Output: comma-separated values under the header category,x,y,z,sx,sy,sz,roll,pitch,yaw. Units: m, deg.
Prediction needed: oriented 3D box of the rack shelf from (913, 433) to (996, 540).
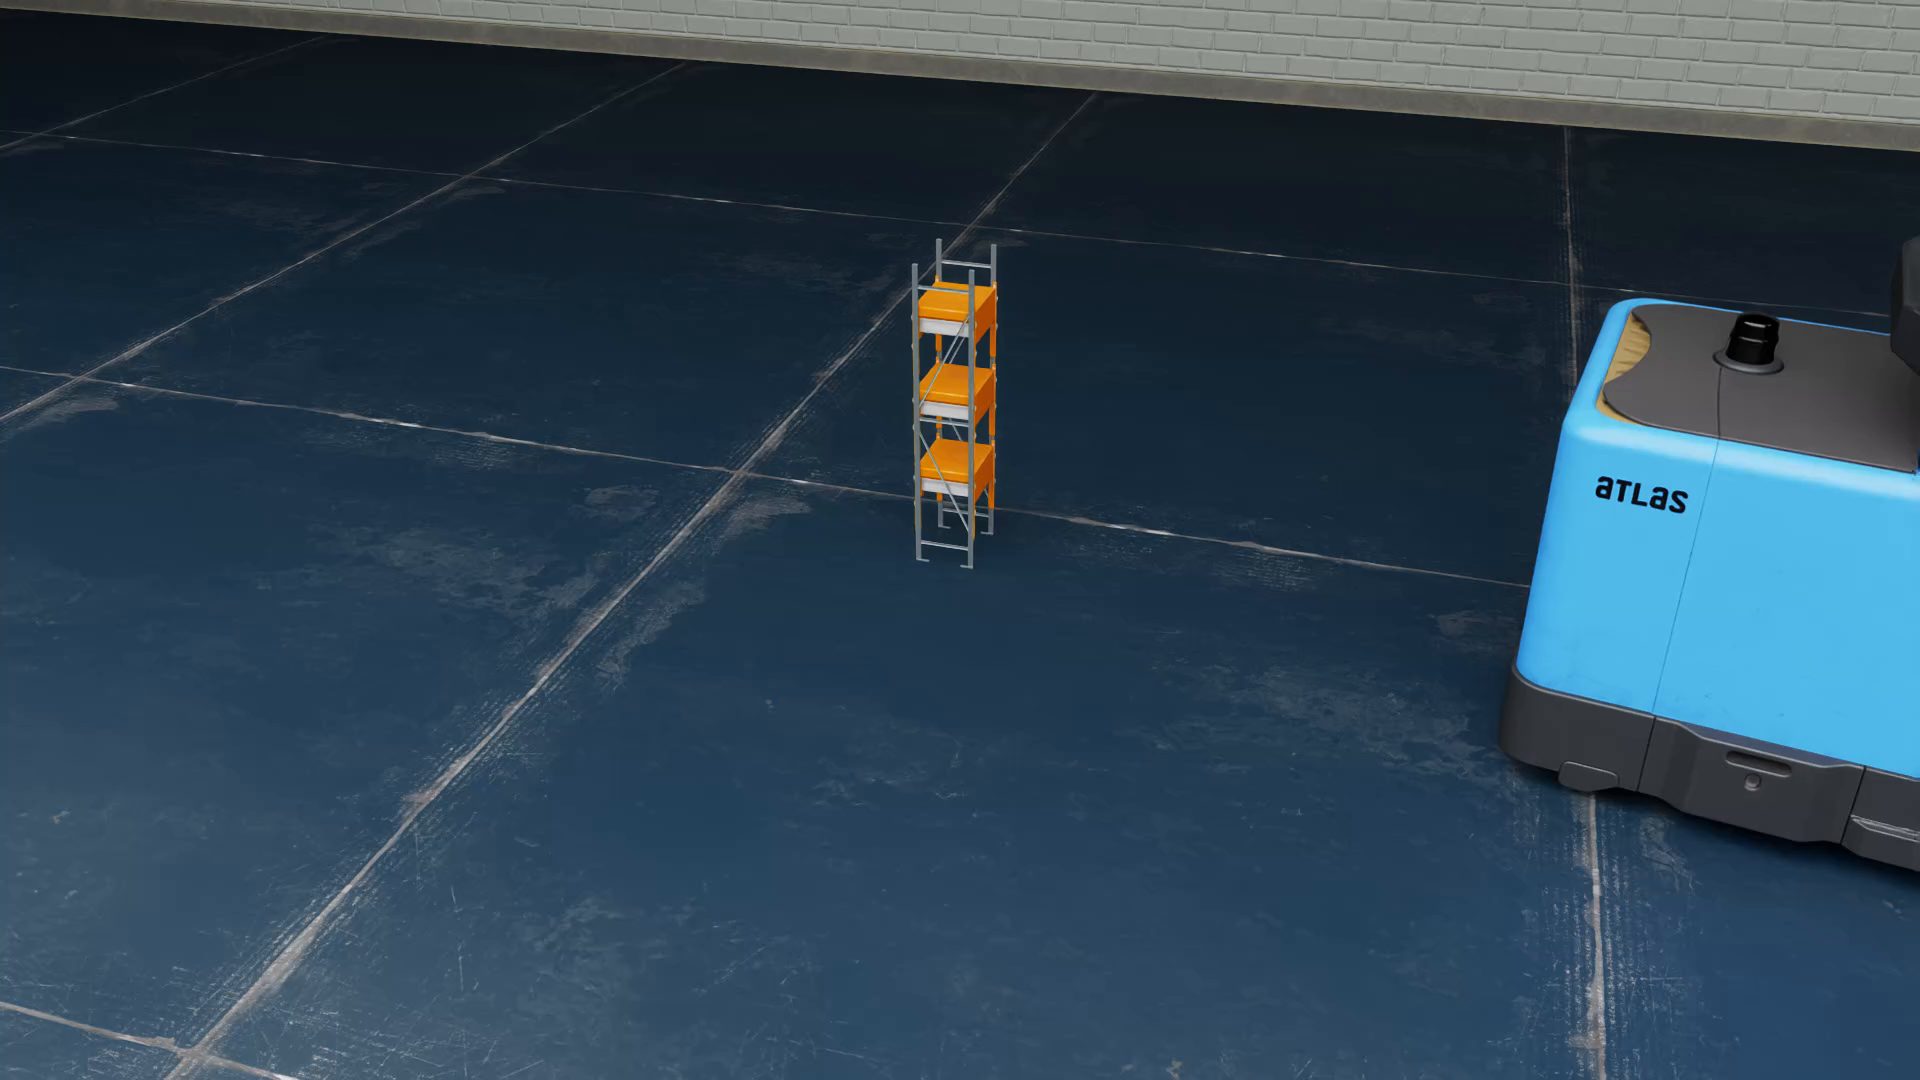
category,x,y,z,sx,sy,sz,roll,pitch,yaw
rack shelf,-0.016,-0.182,5.590,0.215,0.259,0.240,8,30,15

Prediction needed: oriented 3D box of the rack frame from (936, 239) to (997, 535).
category,x,y,z,sx,sy,sz,roll,pitch,yaw
rack frame,0.020,-0.491,5.552,0.200,1.050,0.008,8,30,15

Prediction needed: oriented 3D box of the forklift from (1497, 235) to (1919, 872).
category,x,y,z,sx,sy,sz,roll,pitch,yaw
forklift,3.041,-0.536,3.699,3.031,2.935,1.130,13,32,23

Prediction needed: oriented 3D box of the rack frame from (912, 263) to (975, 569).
category,x,y,z,sx,sy,sz,roll,pitch,yaw
rack frame,-0.052,-0.377,5.348,0.200,1.050,0.008,8,30,15

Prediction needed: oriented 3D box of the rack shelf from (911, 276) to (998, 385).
category,x,y,z,sx,sy,sz,roll,pitch,yaw
rack shelf,-0.016,-0.673,5.317,0.215,0.259,0.240,8,30,15

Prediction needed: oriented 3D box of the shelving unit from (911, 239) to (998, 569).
category,x,y,z,sx,sy,sz,roll,pitch,yaw
shelving unit,-0.016,-0.434,5.450,0.215,1.050,0.252,8,30,15

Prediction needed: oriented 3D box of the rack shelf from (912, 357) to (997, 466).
category,x,y,z,sx,sy,sz,roll,pitch,yaw
rack shelf,-0.016,-0.425,5.455,0.215,0.259,0.240,8,30,15
